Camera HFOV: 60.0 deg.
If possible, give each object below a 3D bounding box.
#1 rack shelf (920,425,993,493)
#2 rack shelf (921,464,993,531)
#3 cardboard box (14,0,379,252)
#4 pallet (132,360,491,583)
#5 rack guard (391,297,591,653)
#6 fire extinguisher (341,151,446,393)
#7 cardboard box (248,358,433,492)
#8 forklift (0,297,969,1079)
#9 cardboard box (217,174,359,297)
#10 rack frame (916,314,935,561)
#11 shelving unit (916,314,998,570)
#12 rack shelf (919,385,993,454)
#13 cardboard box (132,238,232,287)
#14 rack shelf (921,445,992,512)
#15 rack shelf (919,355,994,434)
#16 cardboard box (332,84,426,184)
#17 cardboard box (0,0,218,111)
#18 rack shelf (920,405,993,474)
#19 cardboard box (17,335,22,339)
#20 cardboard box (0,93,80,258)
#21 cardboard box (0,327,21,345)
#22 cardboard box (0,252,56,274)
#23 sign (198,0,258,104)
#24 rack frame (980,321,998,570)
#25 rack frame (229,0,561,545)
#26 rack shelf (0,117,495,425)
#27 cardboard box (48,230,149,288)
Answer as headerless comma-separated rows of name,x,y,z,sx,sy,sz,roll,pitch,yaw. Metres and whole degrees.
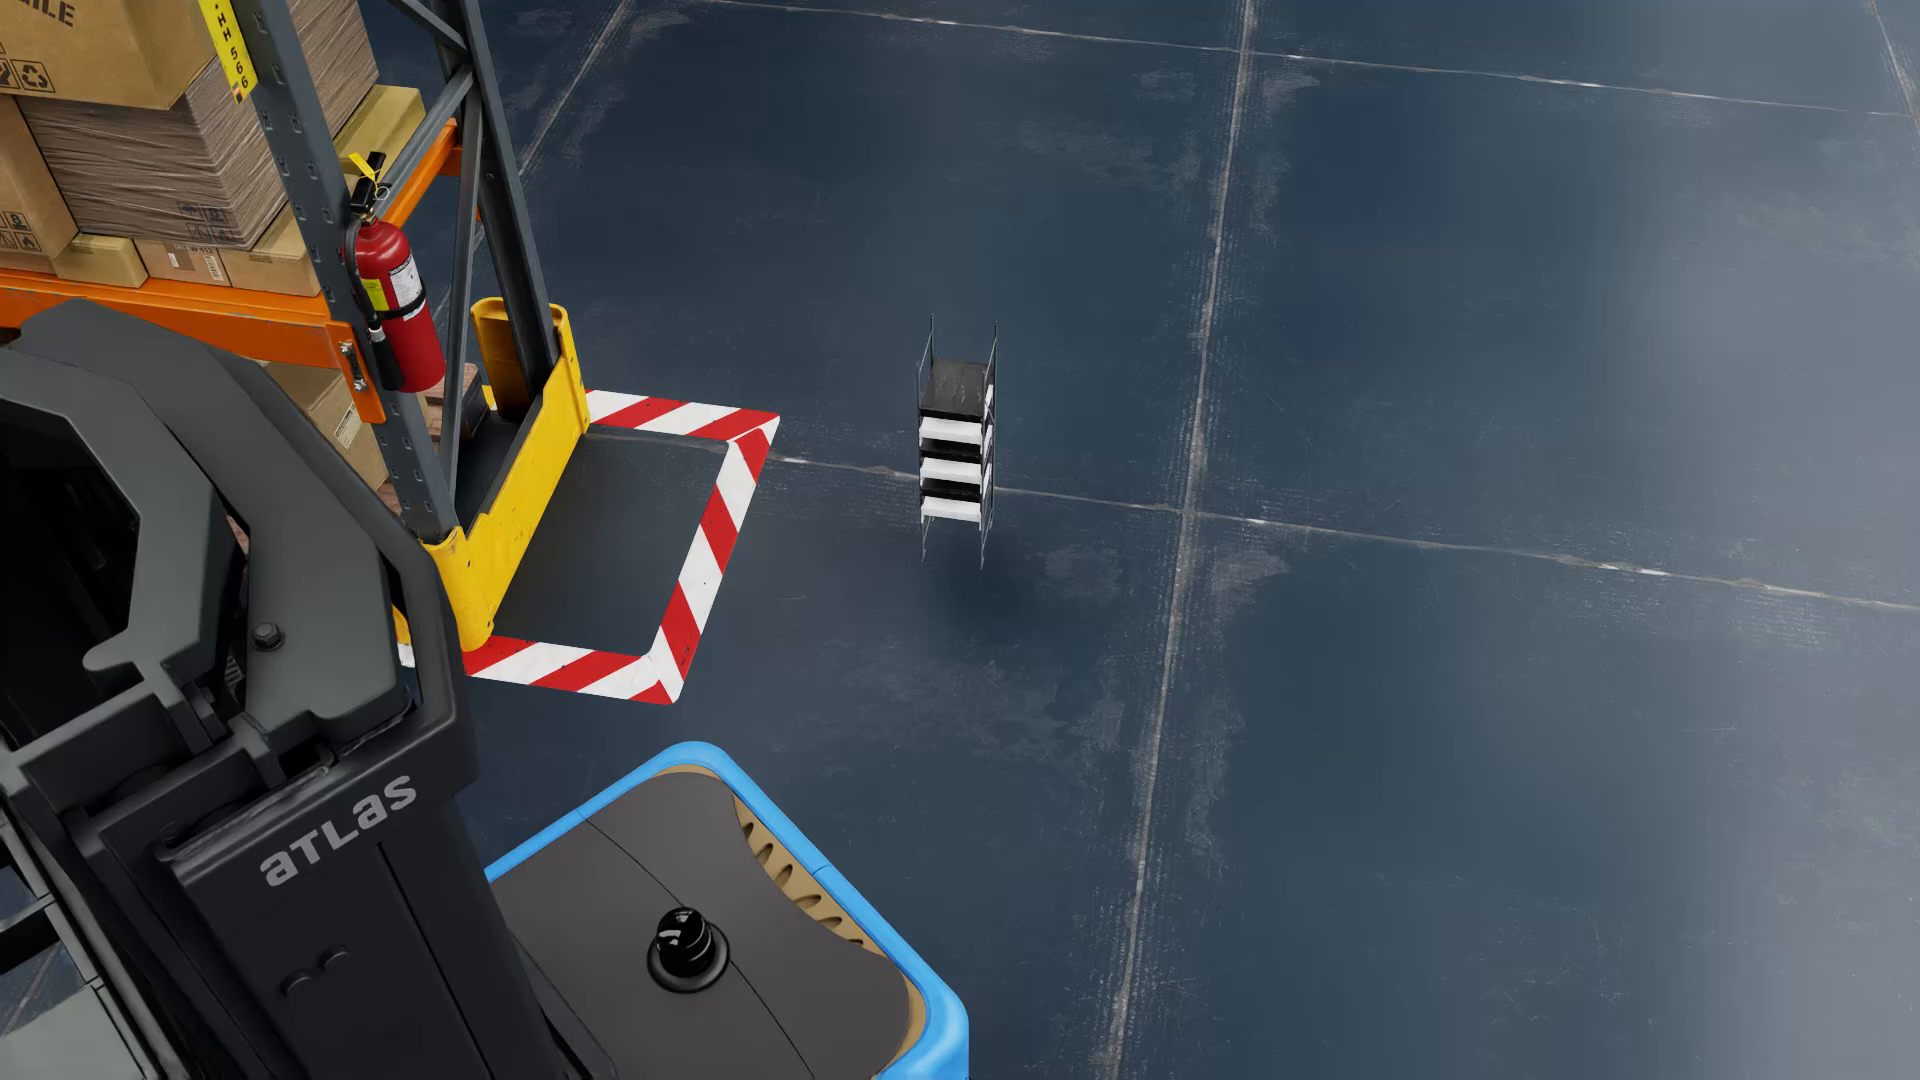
rack shelf,-0.008,-0.280,5.441,0.200,0.077,0.258,8,49,7
rack shelf,-0.008,-0.159,5.575,0.200,0.077,0.258,8,49,7
cardboard box,-2.090,-1.295,4.629,0.500,0.500,0.875,8,49,7
pallet,-2.421,-0.280,5.860,1.213,0.211,1.003,8,49,7
rack guard,-1.628,-0.243,5.633,0.348,0.500,1.175,8,49,7
fire extinguisher,-1.523,-0.691,4.406,0.183,0.674,0.296,8,49,7
cardboard box,-2.165,-0.469,5.553,0.500,0.500,0.500,16,50,14
forklift,-1.404,1.180,2.719,3.031,2.935,1.130,-33,56,-26
cardboard box,-1.871,-0.871,4.685,0.250,0.149,0.380,8,49,7
rack frame,-0.108,-0.315,5.428,0.006,0.900,0.240,8,49,7
shelving unit,-0.008,-0.302,5.416,0.210,0.900,0.258,8,49,7
rack shelf,-0.008,-0.400,5.307,0.200,0.077,0.258,8,49,7
cardboard box,-2.117,-0.905,4.715,0.250,0.149,0.380,8,49,7
rack shelf,-0.008,-0.219,5.508,0.200,0.077,0.258,8,49,7
rack shelf,-0.008,-0.460,5.240,0.200,0.077,0.258,8,49,7
cardboard box,-1.791,-1.197,4.978,0.250,0.149,0.380,8,49,7
cardboard box,-2.139,-1.428,4.077,0.500,0.500,0.500,8,49,7
rack shelf,-0.008,-0.340,5.374,0.200,0.077,0.258,8,49,7
cardboard box,-2.759,-0.523,5.601,0.500,0.500,0.500,19,51,17
cardboard box,-2.603,-1.273,4.610,0.500,0.500,0.875,8,49,7
cardboard box,-3.372,-0.619,5.688,0.500,0.500,0.500,12,49,10
cardboard box,-2.615,-0.945,4.751,0.250,0.149,0.380,8,49,7
sign,-1.672,-1.158,3.783,0.005,0.325,0.100,8,49,7
rack frame,0.092,-0.288,5.404,0.006,0.900,0.240,8,49,7
rack frame,-1.553,-1.069,4.694,0.127,3.000,1.000,8,49,7
rack shelf,-3.522,-1.093,5.199,4.000,0.370,1.077,8,49,7
cardboard box,-2.372,-0.900,4.711,0.250,0.149,0.380,8,49,7
